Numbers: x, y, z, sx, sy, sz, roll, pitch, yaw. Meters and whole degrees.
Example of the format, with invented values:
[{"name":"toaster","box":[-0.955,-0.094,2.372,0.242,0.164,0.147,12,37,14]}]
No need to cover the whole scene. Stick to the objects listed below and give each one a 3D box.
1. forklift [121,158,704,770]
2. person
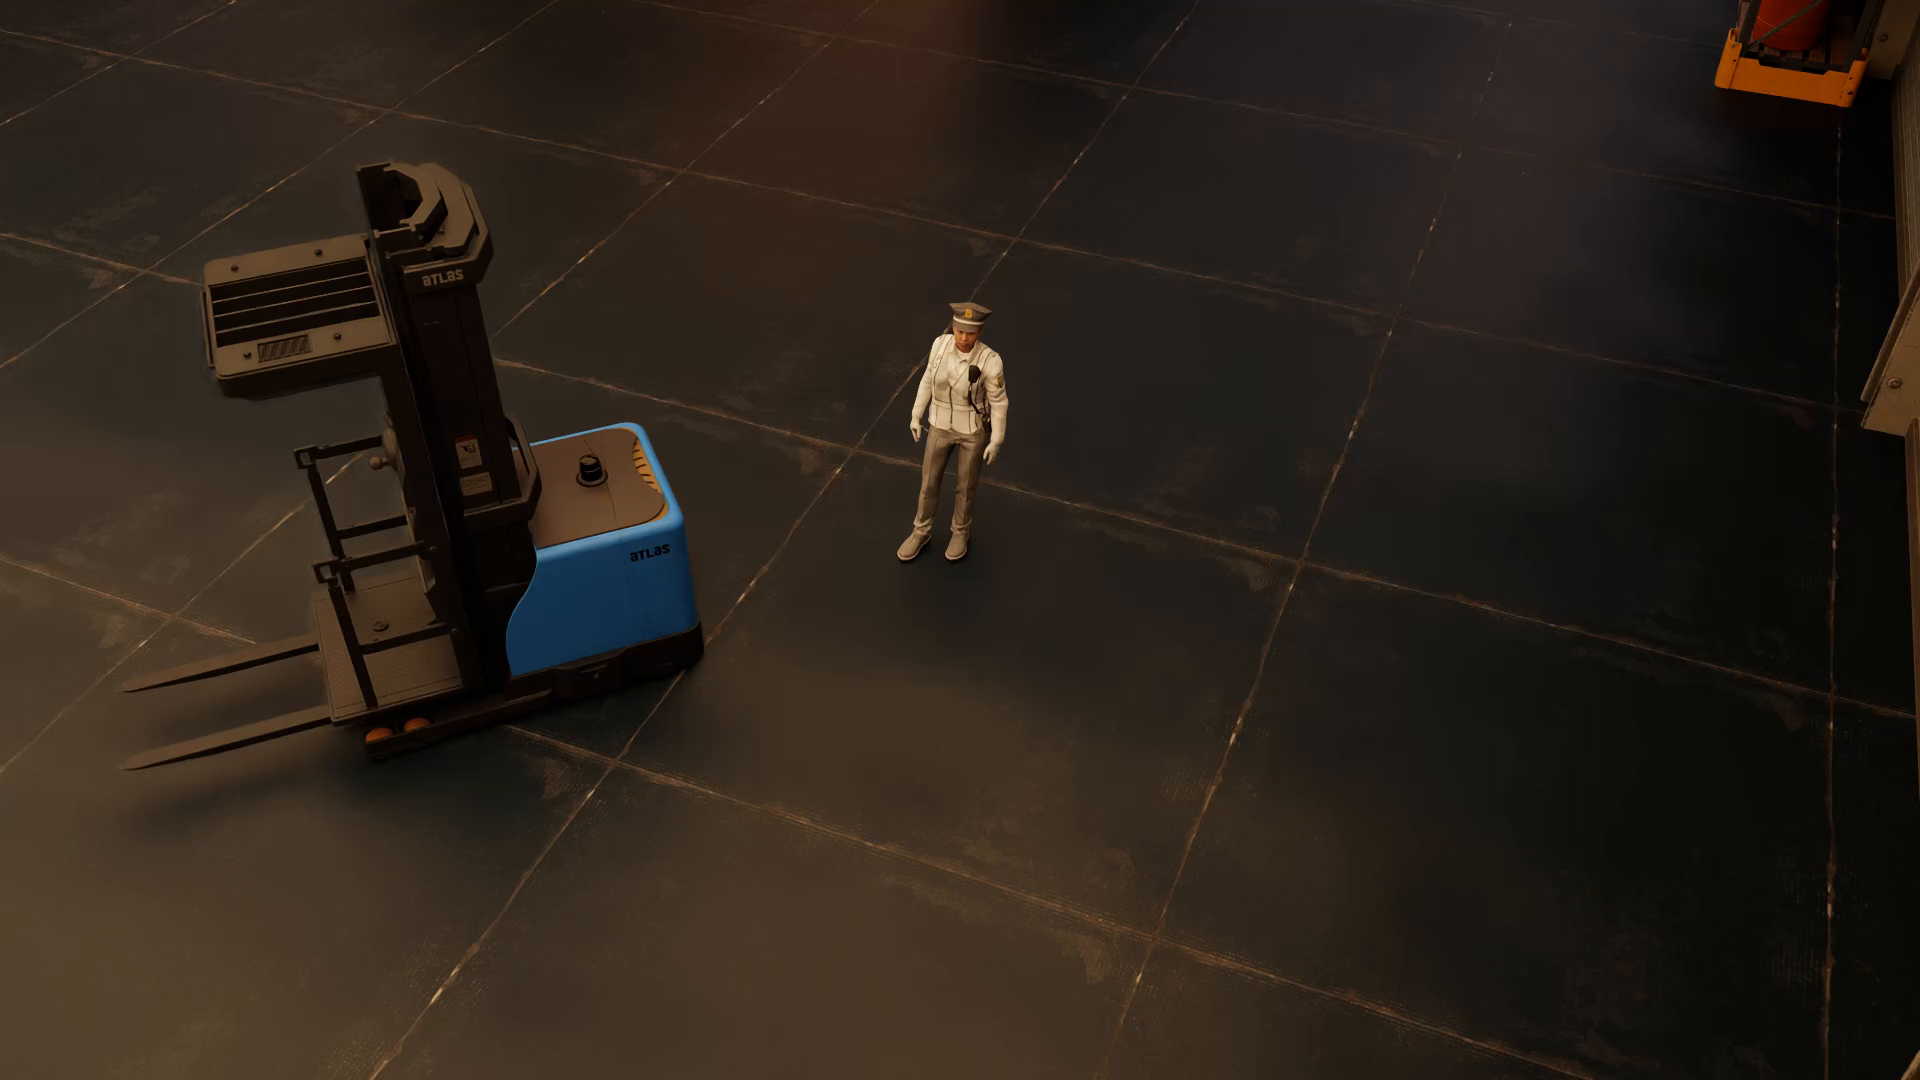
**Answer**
[{"name":"forklift","box":[-3.018,-0.343,8.416,3.031,2.935,1.130,-15,42,-17]},{"name":"person","box":[-0.033,-0.611,9.698,0.587,1.682,0.529,15,42,17]}]
